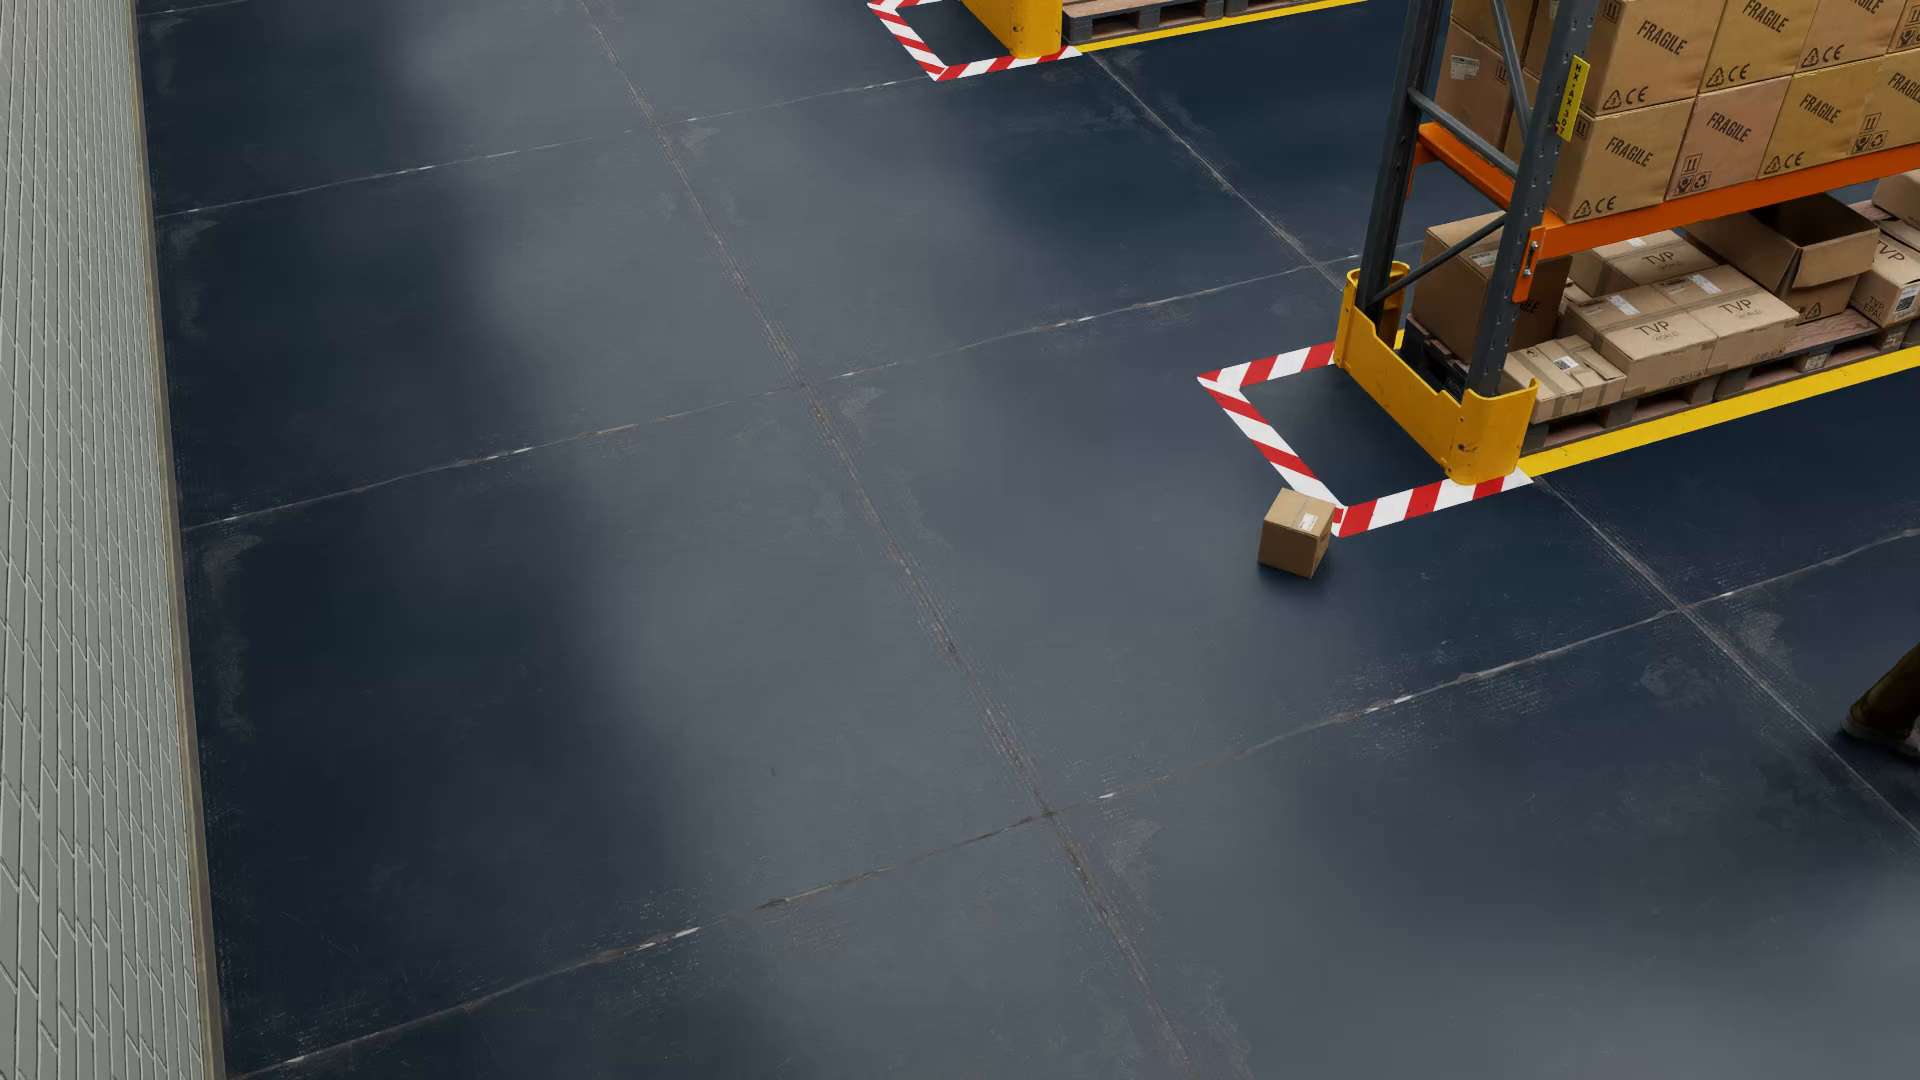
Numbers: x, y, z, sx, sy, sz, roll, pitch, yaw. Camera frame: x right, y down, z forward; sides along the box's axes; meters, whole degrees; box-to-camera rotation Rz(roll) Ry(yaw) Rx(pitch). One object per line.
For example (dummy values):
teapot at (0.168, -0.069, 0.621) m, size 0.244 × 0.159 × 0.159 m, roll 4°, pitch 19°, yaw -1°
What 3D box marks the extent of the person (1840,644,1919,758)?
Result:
person at (3.776, 0.233, 5.935) m, size 0.656 × 1.850 × 0.623 m, roll 15°, pitch 43°, yaw 17°
